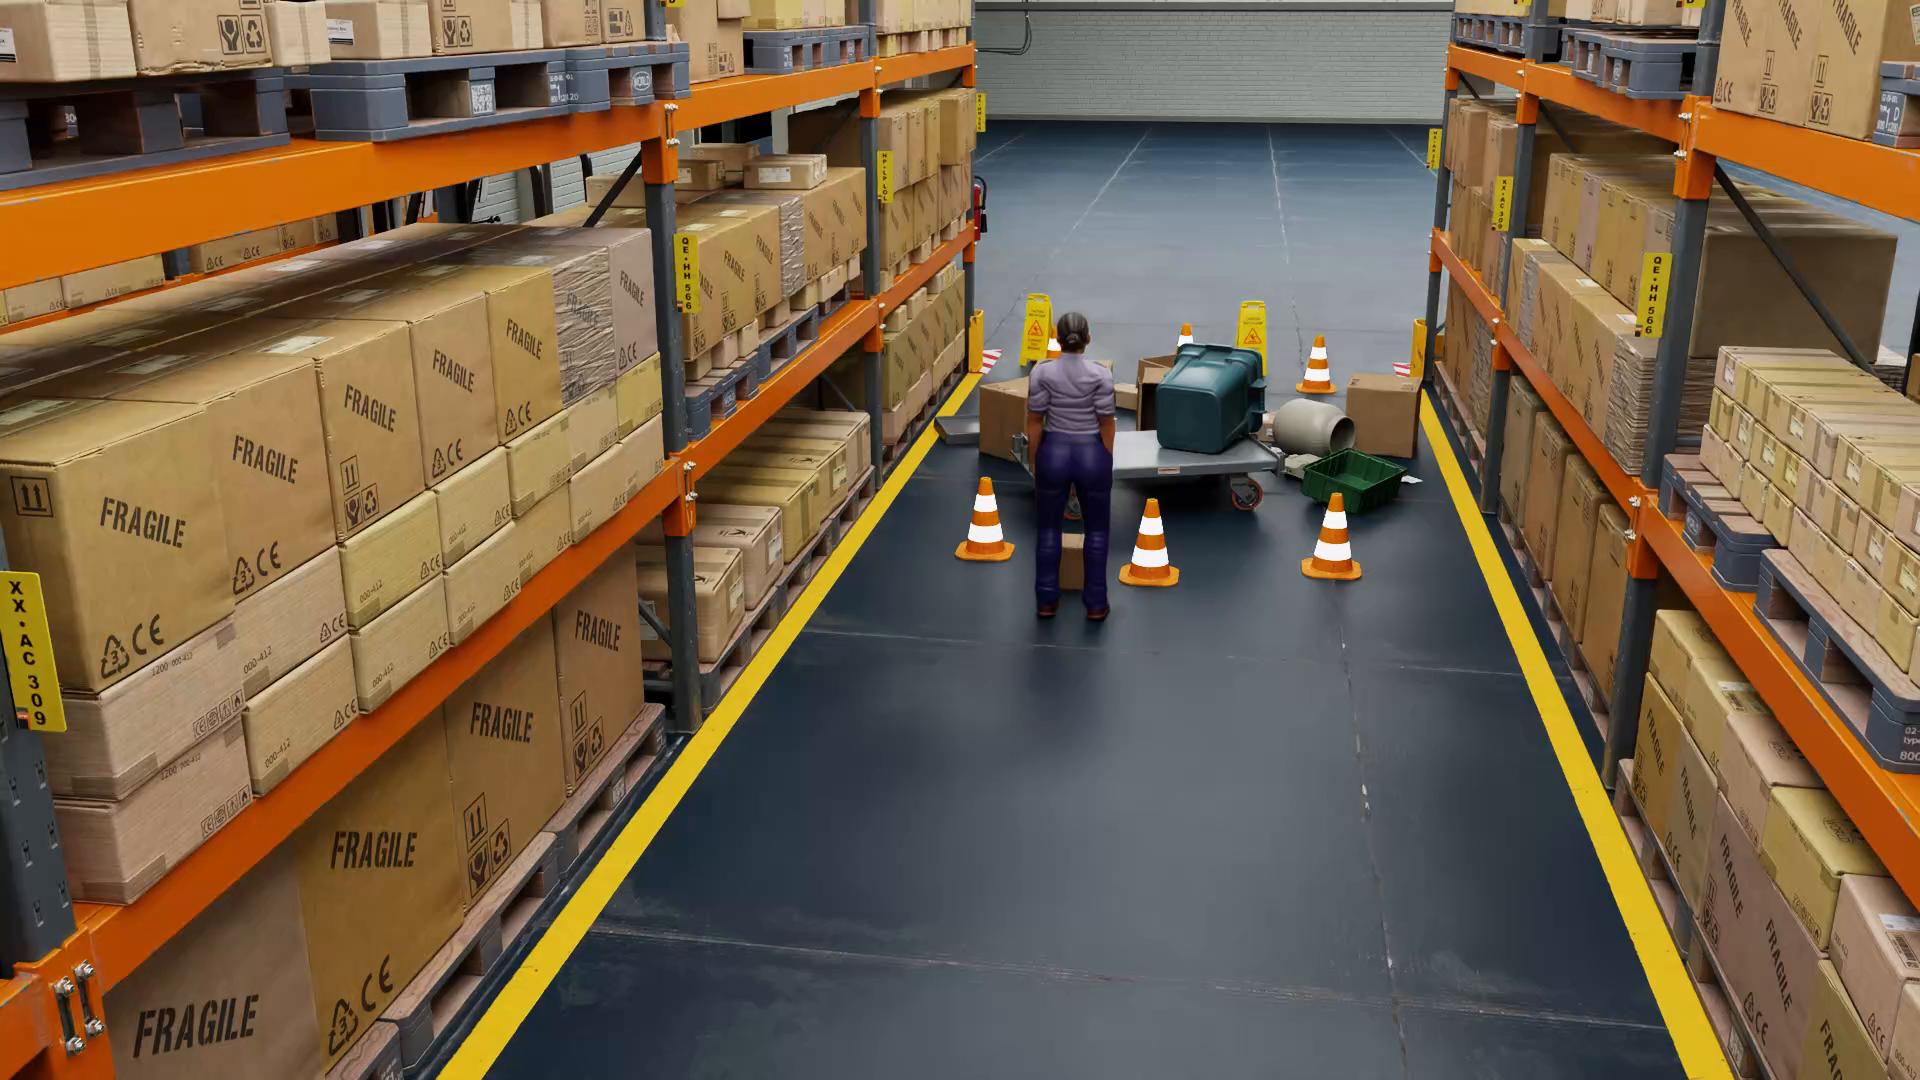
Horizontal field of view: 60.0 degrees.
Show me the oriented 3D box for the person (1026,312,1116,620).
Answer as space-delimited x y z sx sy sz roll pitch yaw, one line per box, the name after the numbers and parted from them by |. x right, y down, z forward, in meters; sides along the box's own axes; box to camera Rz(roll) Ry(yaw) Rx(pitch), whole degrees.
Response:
0.583 -0.383 8.793 0.470 1.631 0.342 3 18 10 | person
